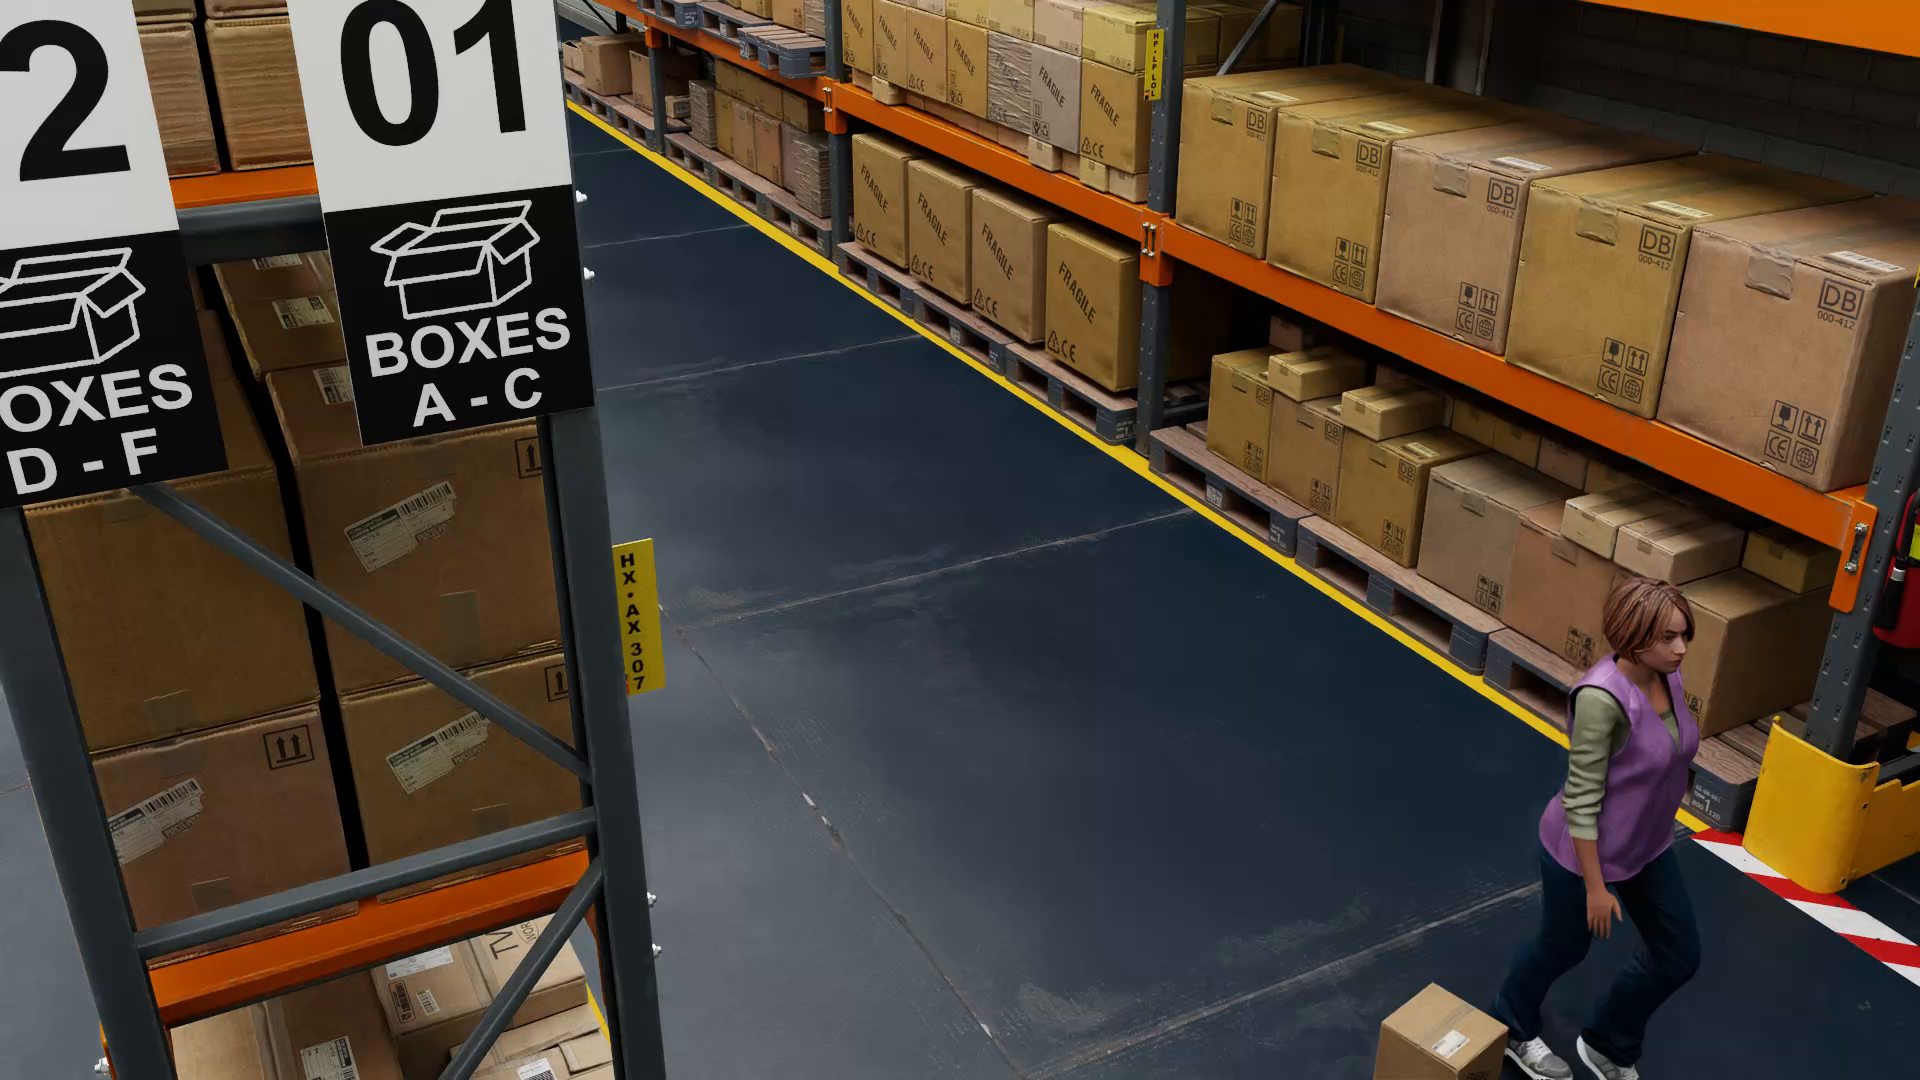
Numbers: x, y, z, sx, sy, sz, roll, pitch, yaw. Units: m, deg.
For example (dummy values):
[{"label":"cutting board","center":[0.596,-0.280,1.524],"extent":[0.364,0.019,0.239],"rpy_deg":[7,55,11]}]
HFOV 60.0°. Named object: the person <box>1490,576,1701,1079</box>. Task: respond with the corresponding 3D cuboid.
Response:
[{"label":"person","center":[1.702,0.840,4.387],"extent":[0.456,1.639,0.495],"rpy_deg":[-17,31,-31]}]
